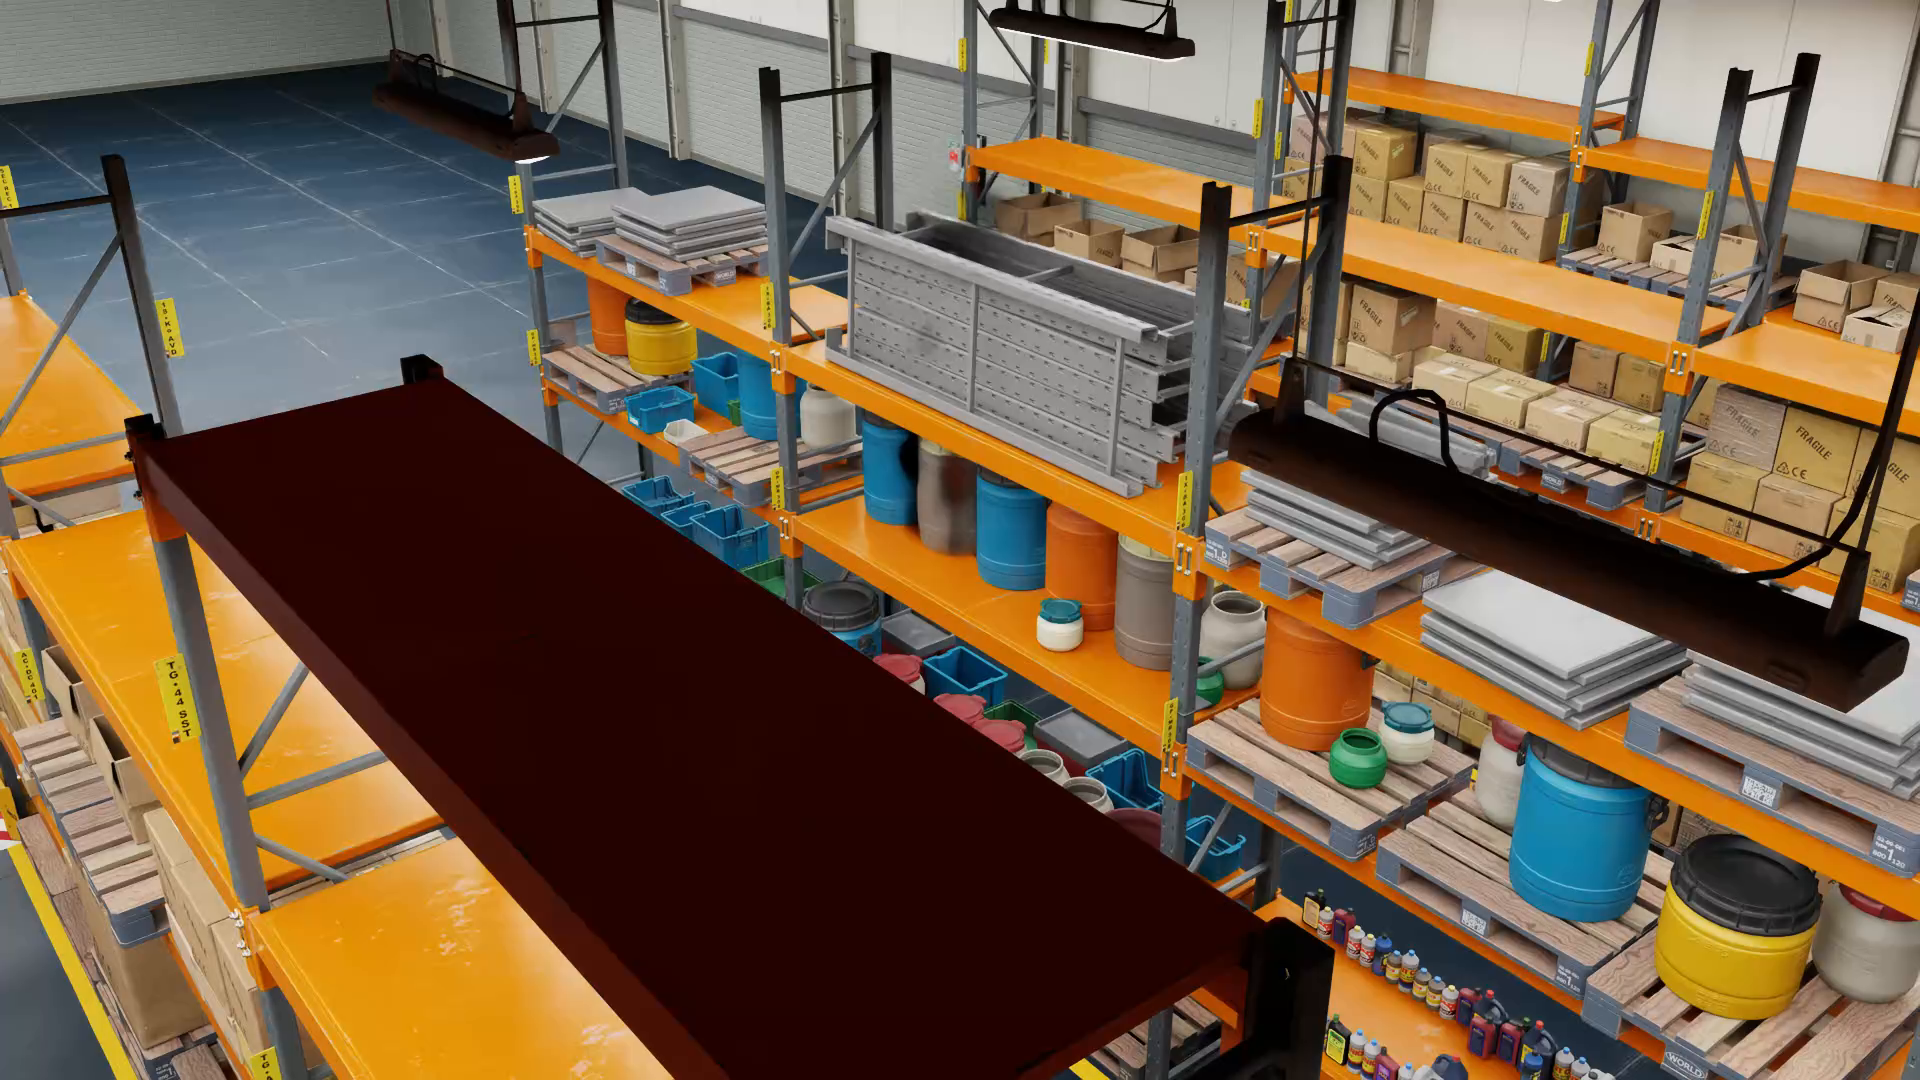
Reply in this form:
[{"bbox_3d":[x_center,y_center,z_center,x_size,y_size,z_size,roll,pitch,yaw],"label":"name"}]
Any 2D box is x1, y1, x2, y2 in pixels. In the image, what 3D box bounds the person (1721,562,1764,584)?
[{"bbox_3d":[7.219,0.506,15.237,0.911,1.752,0.679,20,32,36],"label":"person"}]
